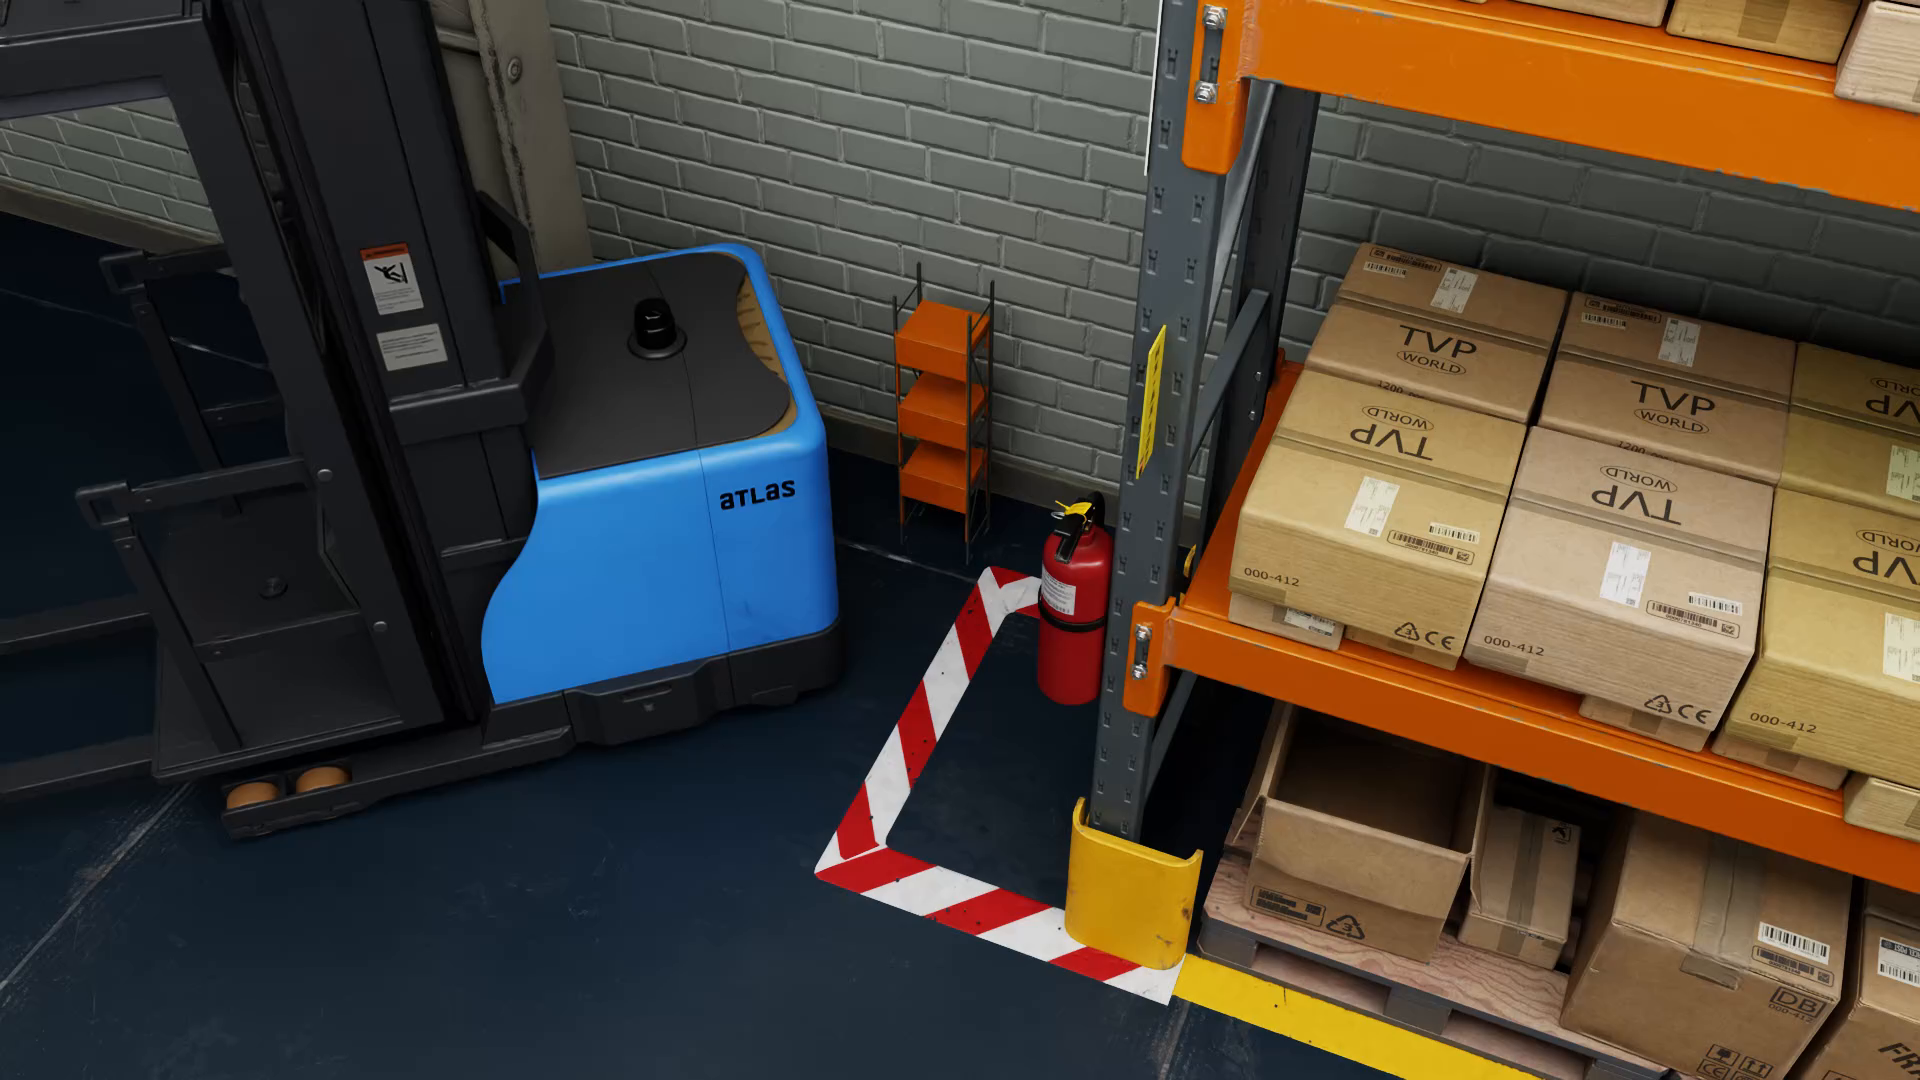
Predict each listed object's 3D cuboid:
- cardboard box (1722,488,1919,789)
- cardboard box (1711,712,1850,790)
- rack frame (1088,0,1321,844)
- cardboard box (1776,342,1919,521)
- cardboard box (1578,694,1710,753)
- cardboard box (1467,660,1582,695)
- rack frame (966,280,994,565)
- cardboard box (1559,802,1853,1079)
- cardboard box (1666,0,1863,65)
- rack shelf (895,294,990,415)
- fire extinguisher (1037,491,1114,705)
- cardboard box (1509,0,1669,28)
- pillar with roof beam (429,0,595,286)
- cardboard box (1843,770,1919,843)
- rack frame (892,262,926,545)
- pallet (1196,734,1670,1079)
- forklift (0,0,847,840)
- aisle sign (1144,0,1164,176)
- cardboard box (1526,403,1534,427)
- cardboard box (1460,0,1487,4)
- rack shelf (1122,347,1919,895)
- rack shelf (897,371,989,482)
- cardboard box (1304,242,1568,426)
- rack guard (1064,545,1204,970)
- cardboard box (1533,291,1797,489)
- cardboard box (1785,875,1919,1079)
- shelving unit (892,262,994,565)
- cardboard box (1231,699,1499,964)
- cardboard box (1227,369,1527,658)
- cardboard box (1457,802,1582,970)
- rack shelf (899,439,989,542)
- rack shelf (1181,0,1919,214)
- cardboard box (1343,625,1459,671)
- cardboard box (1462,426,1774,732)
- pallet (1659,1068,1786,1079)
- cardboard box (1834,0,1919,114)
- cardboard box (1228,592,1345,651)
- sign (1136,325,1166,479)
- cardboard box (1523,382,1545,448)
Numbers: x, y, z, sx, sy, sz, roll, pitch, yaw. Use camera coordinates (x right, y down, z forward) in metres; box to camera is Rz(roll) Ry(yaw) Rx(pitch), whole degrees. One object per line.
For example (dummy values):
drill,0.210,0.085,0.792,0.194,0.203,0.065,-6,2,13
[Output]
cardboard box,1.835,0.203,3.315,0.500,0.250,0.500,16,47,15
cardboard box,1.749,0.306,3.494,0.250,0.149,0.380,17,47,16
rack frame,0.586,-0.316,3.941,0.127,3.000,1.000,16,47,16
cardboard box,2.043,-0.137,3.657,0.500,0.250,0.500,18,48,17
cardboard box,1.502,0.237,3.563,0.250,0.149,0.380,18,48,17
cardboard box,1.292,0.129,3.672,0.250,0.149,0.380,16,47,15
rack frame,0.063,-0.354,5.361,0.008,1.050,0.200,16,47,16
cardboard box,1.888,0.907,4.186,0.500,0.500,0.700,18,48,17
cardboard box,1.273,-0.917,2.597,0.250,0.149,0.380,17,47,16
rack shelf,-0.049,-0.580,5.202,0.240,0.259,0.215,16,47,16
fire extinguisher,0.272,0.105,3.837,0.183,0.674,0.296,16,47,16
cardboard box,1.043,-0.998,2.678,0.250,0.149,0.380,17,47,17
pillar with roof beam,-3.213,-0.959,0.334,0.400,9.000,9.100,16,47,16
cardboard box,1.954,0.423,3.376,0.250,0.149,0.380,15,47,15
rack frame,-0.162,-0.420,5.428,0.008,1.050,0.200,16,47,16
pallet,1.392,0.909,4.687,1.213,0.211,1.003,16,47,16
forklift,-1.932,-0.591,4.266,3.031,2.935,1.130,-12,46,-12
aisle sign,0.410,-1.065,2.850,0.004,0.787,0.394,16,47,16
cardboard box,1.206,-0.202,4.005,0.250,0.149,0.380,18,48,17
cardboard box,0.791,-1.052,2.732,0.250,0.149,0.380,17,47,17
rack shelf,2.432,0.482,3.649,4.000,0.370,1.077,16,47,16
rack shelf,-0.049,-0.379,5.402,0.240,0.259,0.215,16,47,16
cardboard box,1.113,-0.416,3.937,0.500,0.250,0.500,18,48,17
rack guard,0.656,0.591,4.802,0.348,0.500,1.175,16,47,16
cardboard box,1.588,-0.275,3.795,0.500,0.250,0.500,17,47,16
cardboard box,2.337,1.115,3.977,0.500,0.500,0.500,17,47,17
shelving unit,-0.049,-0.387,5.394,0.252,1.050,0.215,16,47,16
cardboard box,1.114,0.648,4.444,0.637,0.503,0.797,15,47,14
cardboard box,0.901,-0.069,3.588,0.500,0.250,0.500,17,47,16
cardboard box,1.491,0.915,4.428,0.250,0.149,0.380,15,47,14
rack shelf,-0.049,-0.182,5.598,0.240,0.259,0.215,16,47,16
rack shelf,2.432,-0.581,2.591,4.000,0.370,1.077,16,47,16
cardboard box,1.036,0.080,3.721,0.250,0.149,0.380,17,47,17
cardboard box,1.366,0.067,3.451,0.500,0.250,0.500,17,47,16
pallet,2.514,1.242,4.353,1.213,0.211,1.003,16,47,16
cardboard box,1.463,-0.782,2.461,0.250,0.149,0.380,17,47,17
cardboard box,0.784,0.041,3.760,0.250,0.149,0.380,16,47,16
sign,0.377,-0.269,3.280,0.005,0.325,0.100,16,47,16
cardboard box,1.483,-0.186,3.989,0.250,0.149,0.380,15,47,15
